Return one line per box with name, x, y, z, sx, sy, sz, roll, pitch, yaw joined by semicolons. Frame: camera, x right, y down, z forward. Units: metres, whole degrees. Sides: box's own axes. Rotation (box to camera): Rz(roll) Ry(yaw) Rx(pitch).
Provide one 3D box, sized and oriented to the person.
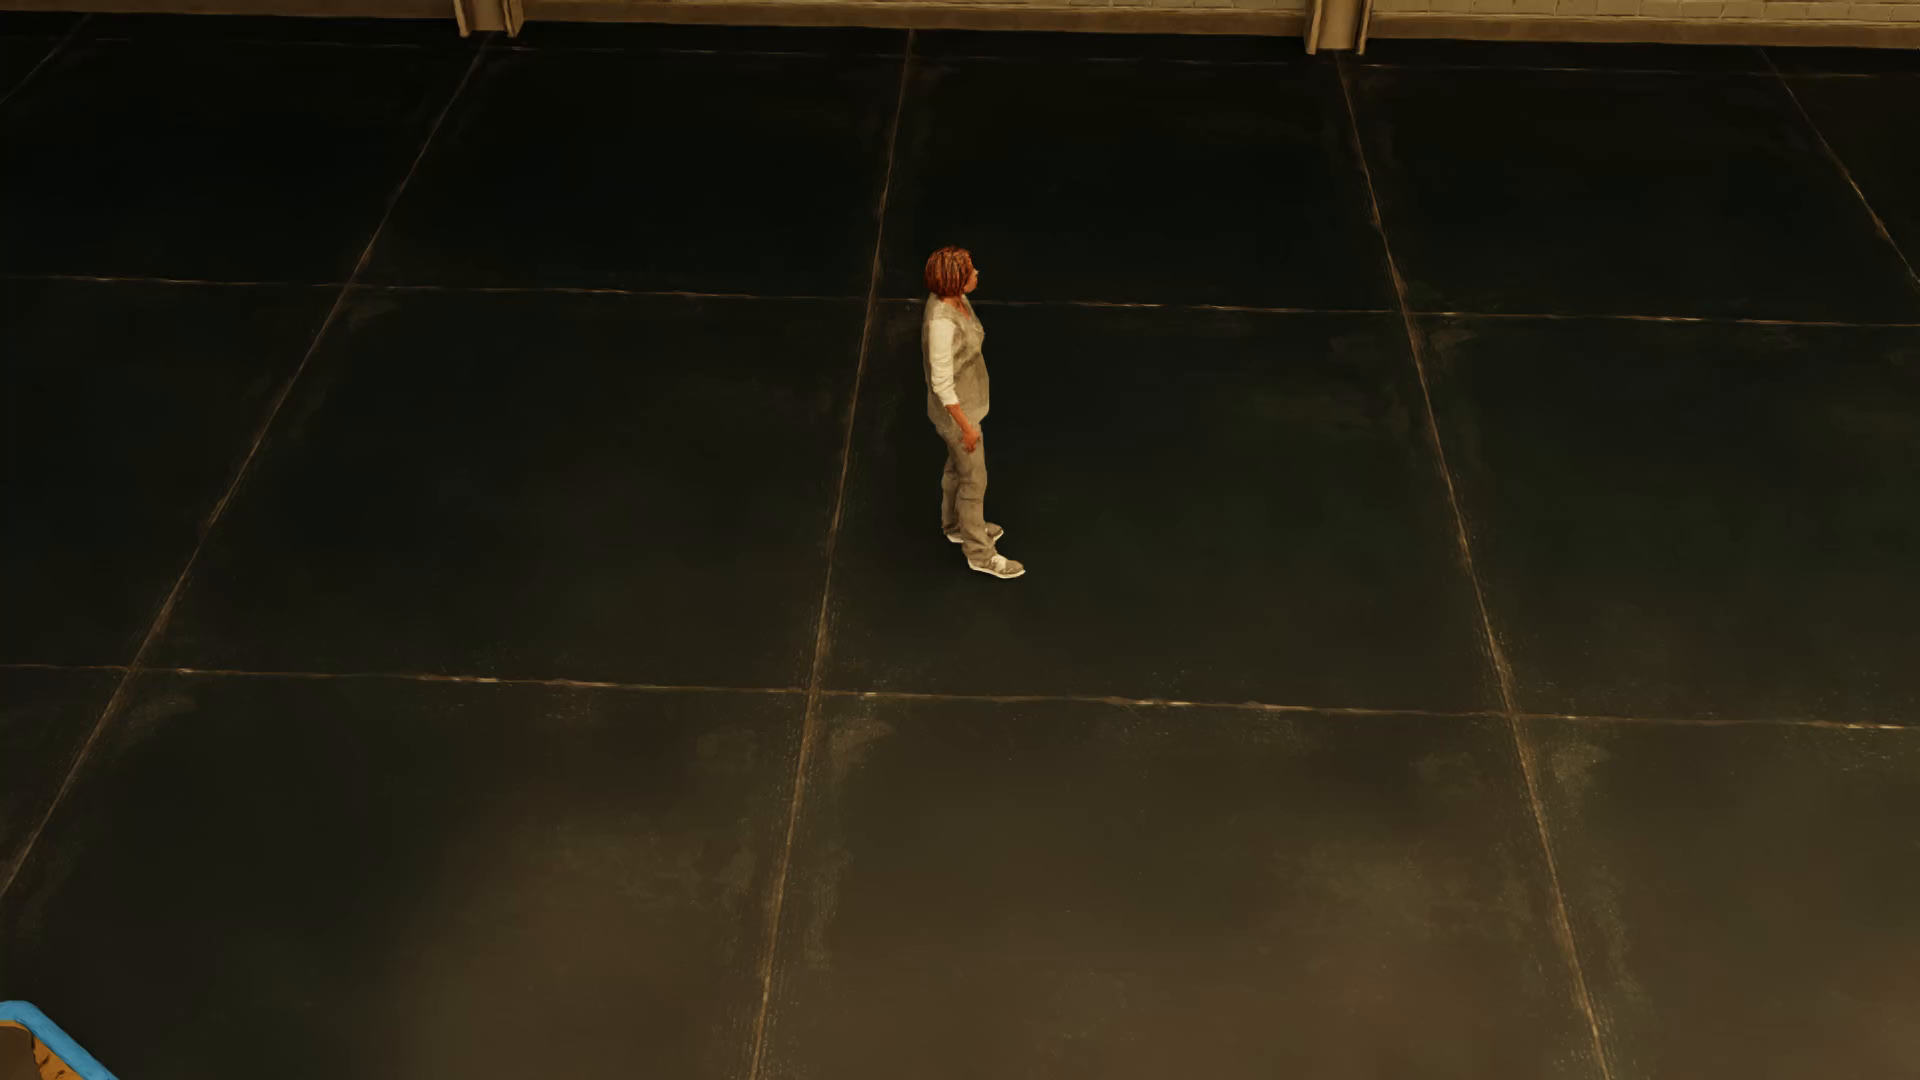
person;0.073;-0.583;7.360;0.474;1.597;0.521;2;42;2
